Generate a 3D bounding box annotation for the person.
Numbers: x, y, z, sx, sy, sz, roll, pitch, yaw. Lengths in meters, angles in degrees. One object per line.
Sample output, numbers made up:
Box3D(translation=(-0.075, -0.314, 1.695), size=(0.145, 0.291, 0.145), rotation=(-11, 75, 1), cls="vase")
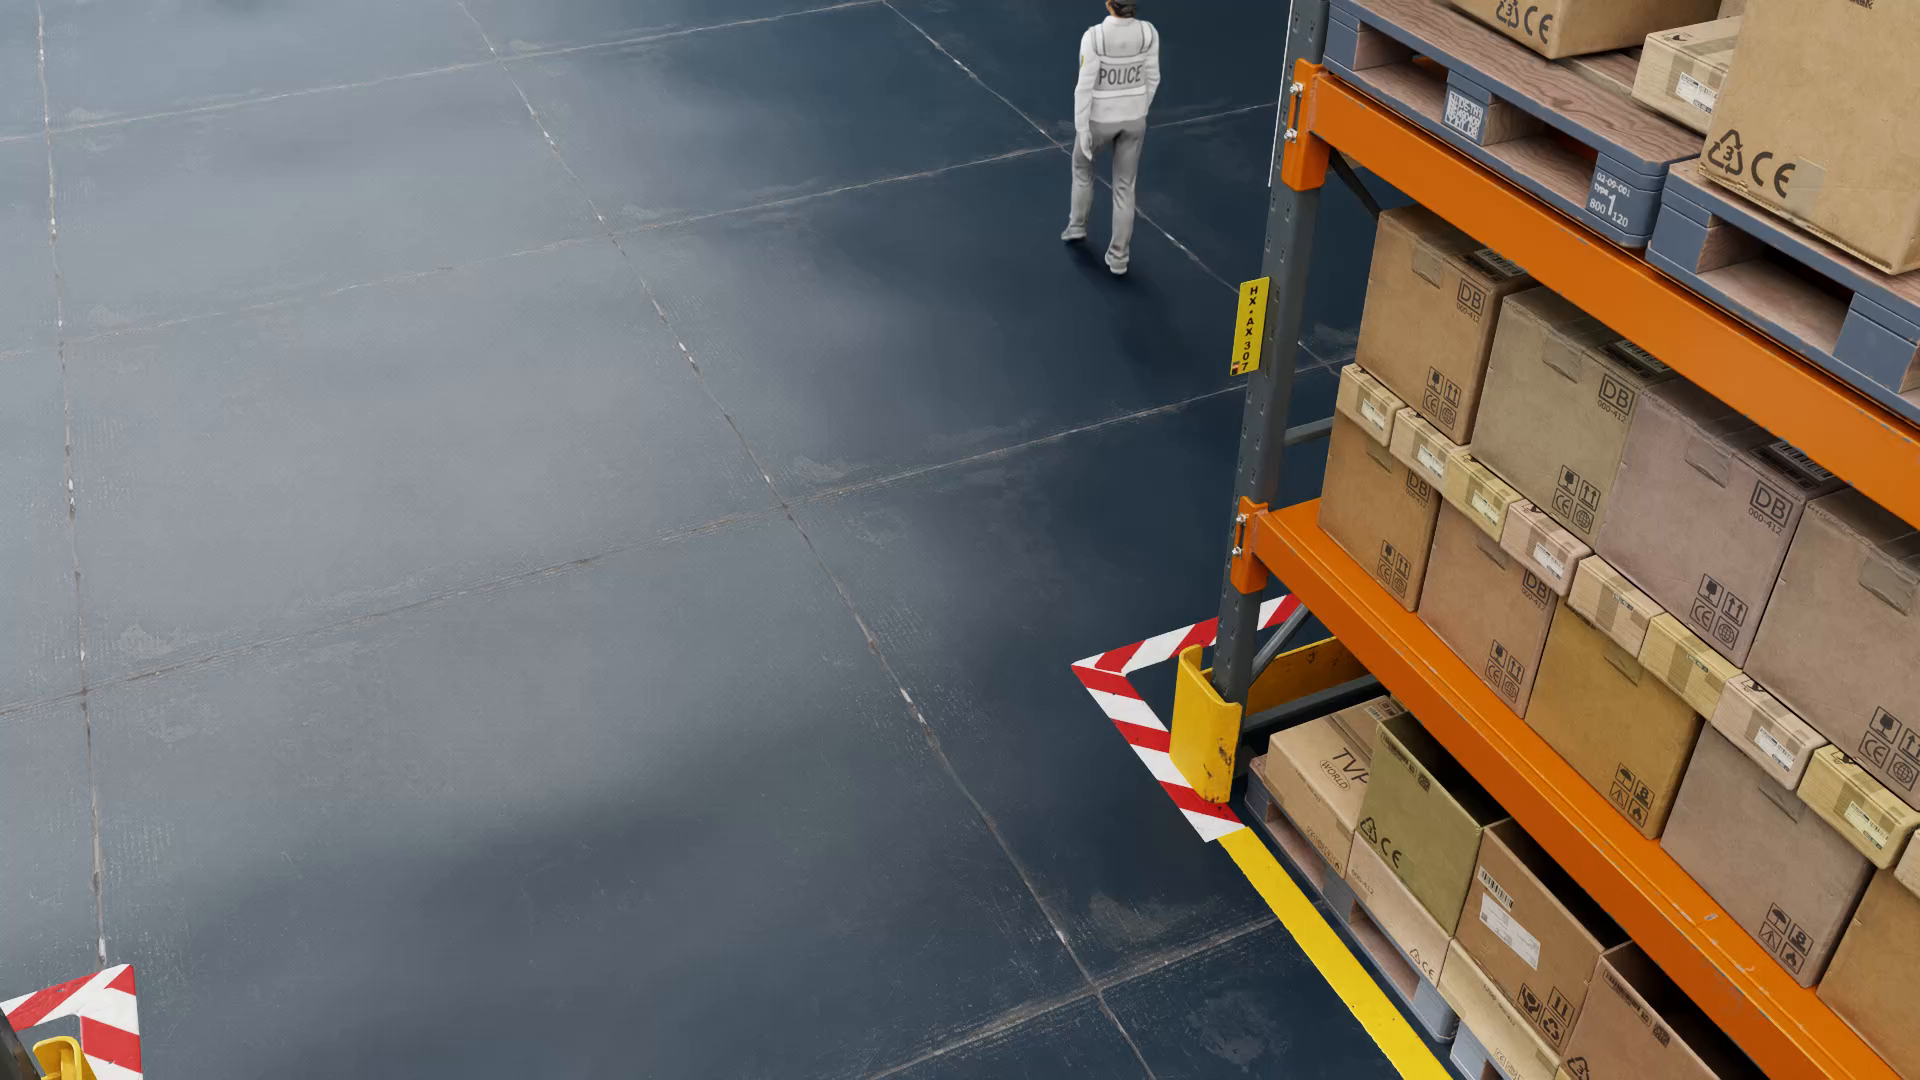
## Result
Box3D(translation=(0.833, -2.312, 9.162), size=(0.503, 1.737, 0.688), rotation=(-6, 38, -8), cls="person")
